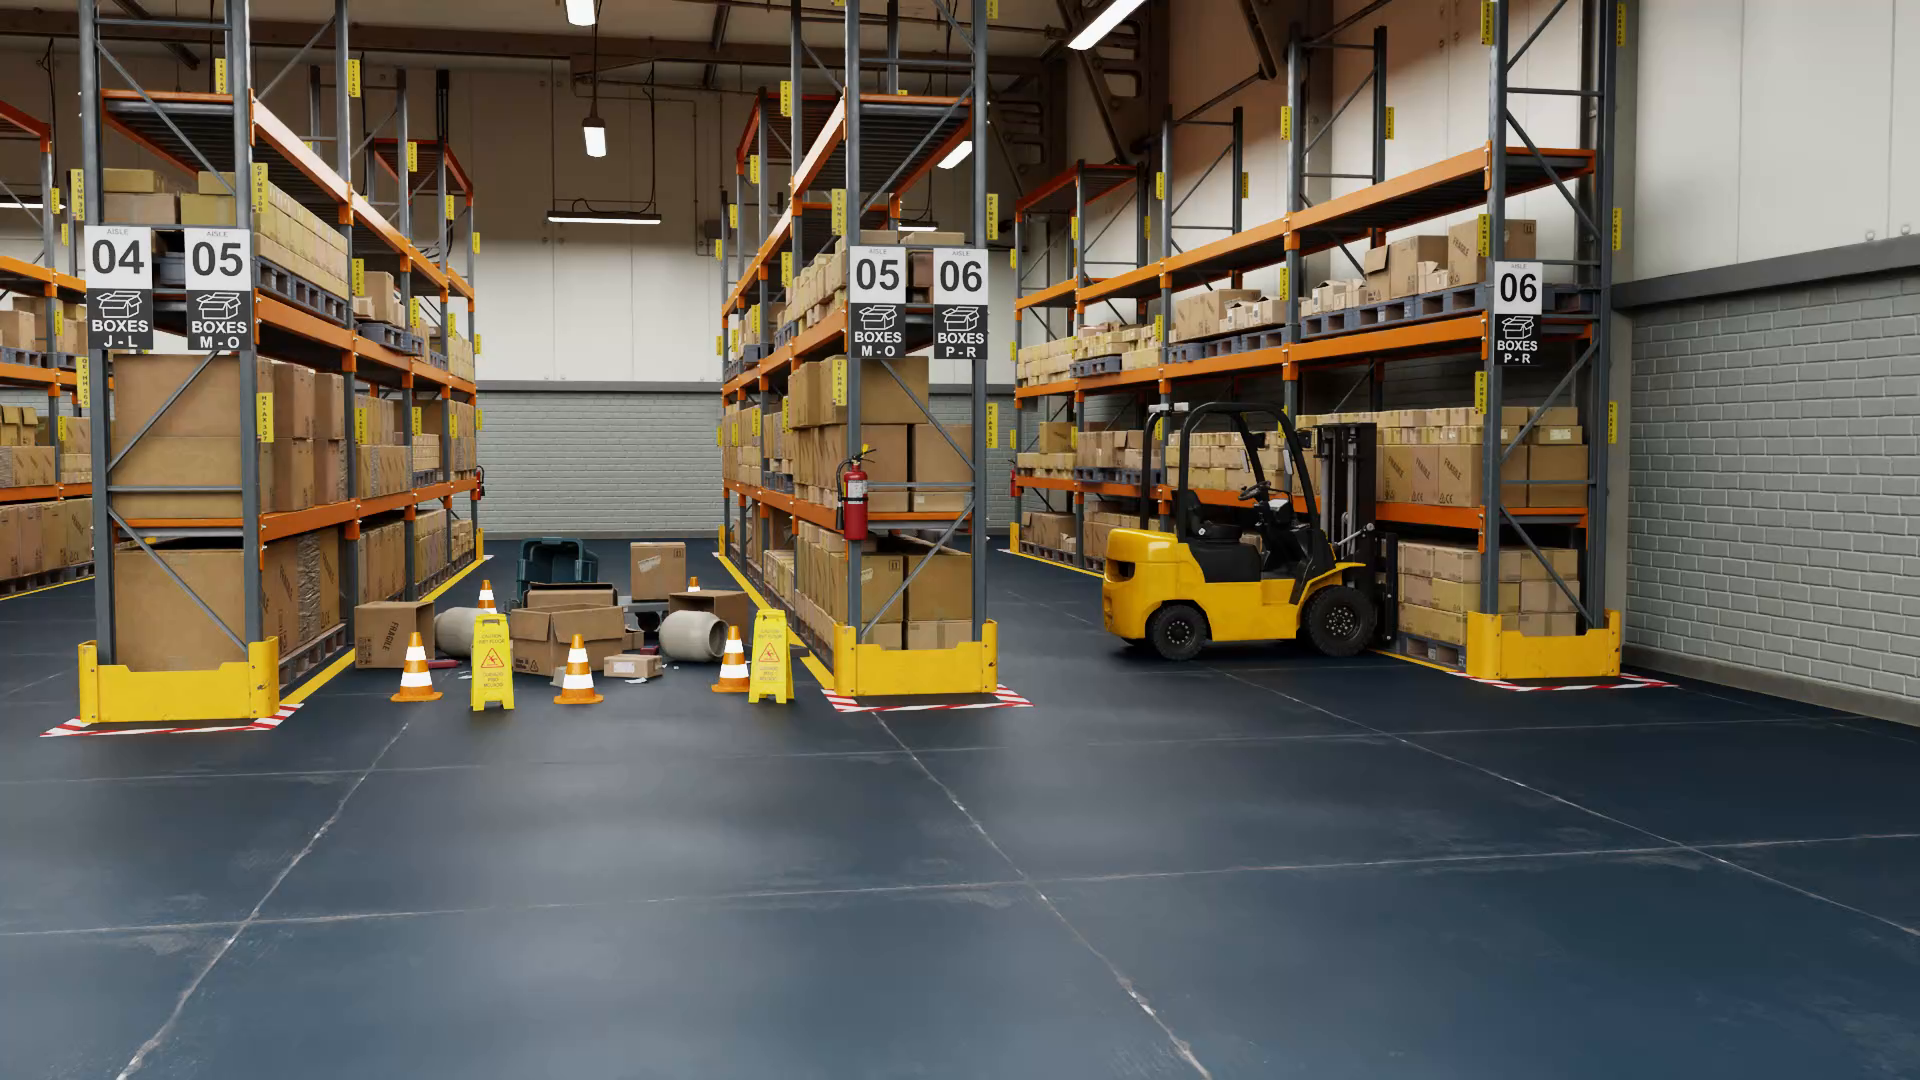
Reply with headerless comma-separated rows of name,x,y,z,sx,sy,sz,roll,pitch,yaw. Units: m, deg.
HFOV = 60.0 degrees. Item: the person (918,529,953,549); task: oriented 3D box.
person,-0.308,-0.114,19.677,0.415,1.625,0.566,-1,3,-12
